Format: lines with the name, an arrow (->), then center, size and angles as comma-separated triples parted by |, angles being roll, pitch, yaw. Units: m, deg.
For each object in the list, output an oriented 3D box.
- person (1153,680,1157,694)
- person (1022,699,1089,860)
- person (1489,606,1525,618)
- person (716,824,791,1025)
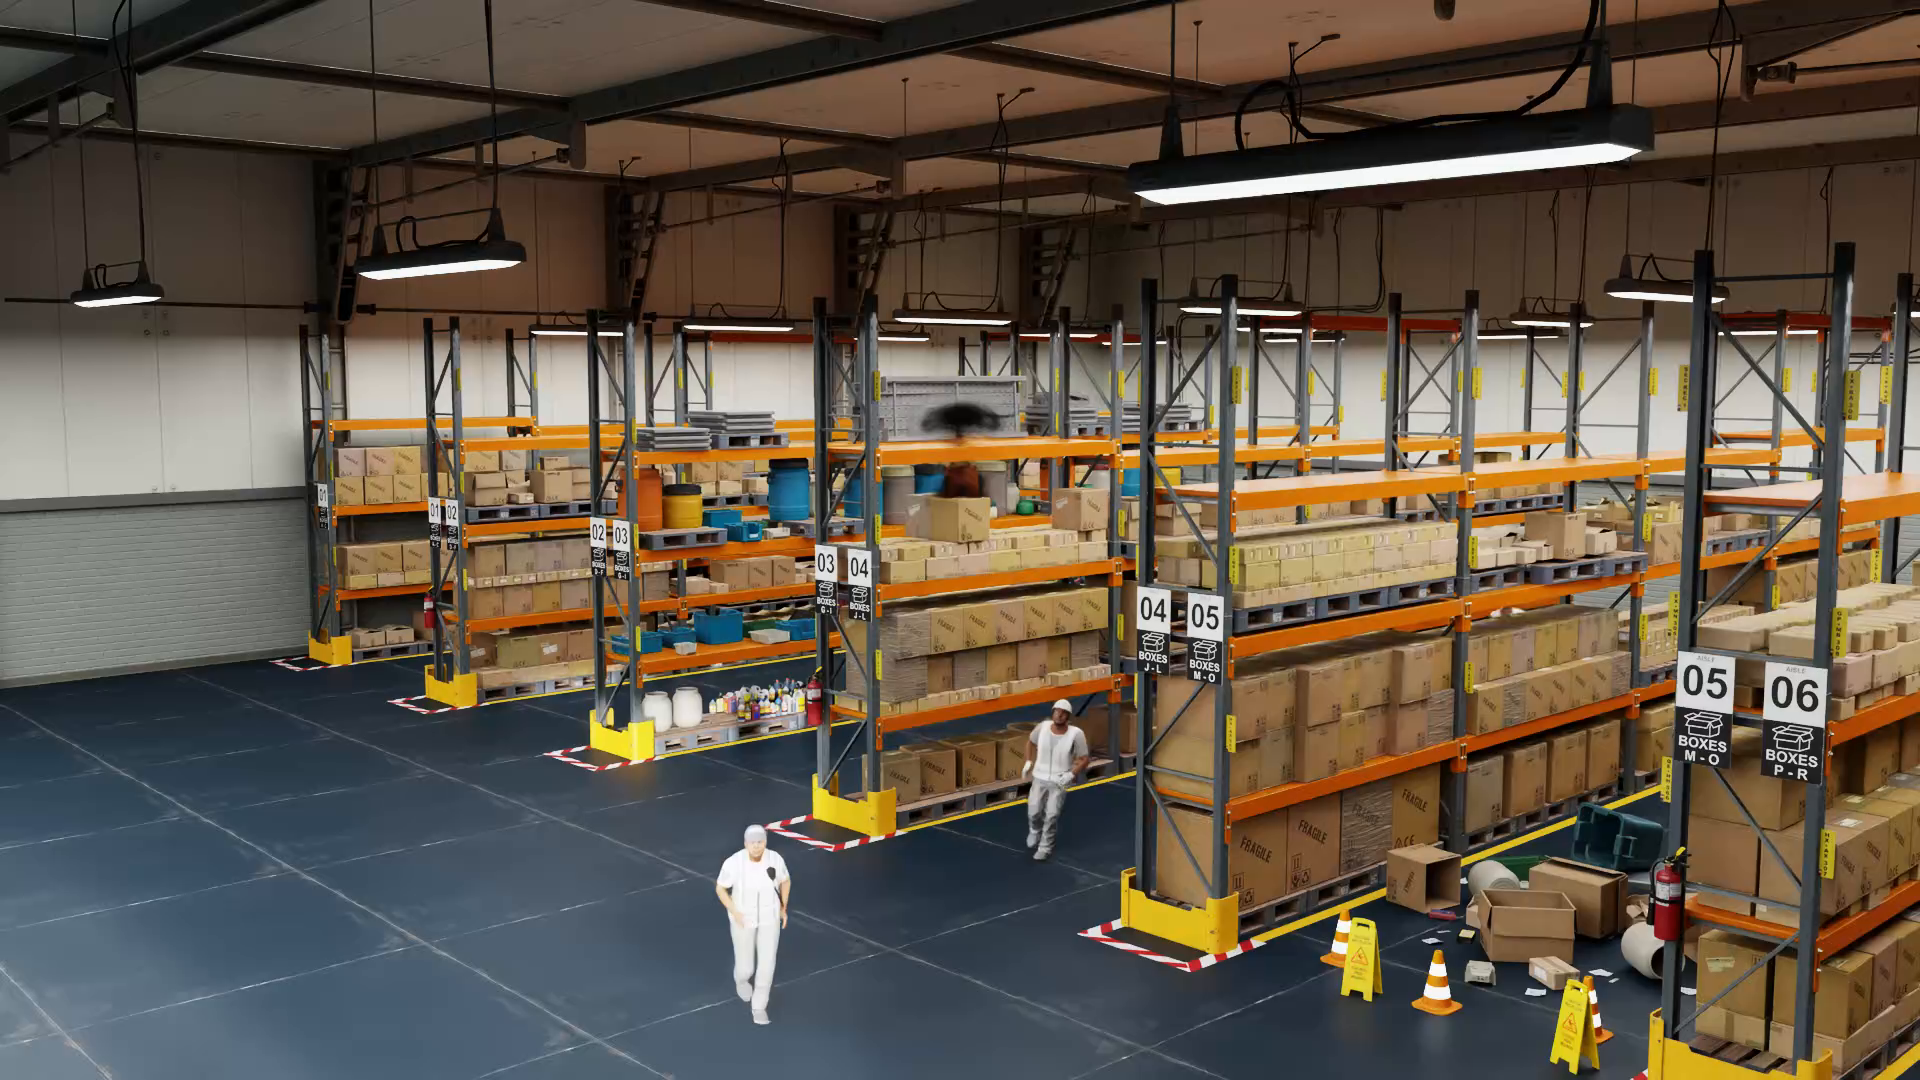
person -> 2.978, 1.850, 25.267 | 0.606, 1.541, 0.829 | 4, 7, 38
person -> 1.010, 2.538, 17.603 | 0.730, 1.721, 0.561 | 1, 6, 13
person -> 8.473, 1.692, 25.770 | 0.829, 1.812, 0.670 | -4, 7, -36
person -> -1.660, 3.036, 13.349 | 0.598, 1.614, 0.652 | -1, 6, -14
